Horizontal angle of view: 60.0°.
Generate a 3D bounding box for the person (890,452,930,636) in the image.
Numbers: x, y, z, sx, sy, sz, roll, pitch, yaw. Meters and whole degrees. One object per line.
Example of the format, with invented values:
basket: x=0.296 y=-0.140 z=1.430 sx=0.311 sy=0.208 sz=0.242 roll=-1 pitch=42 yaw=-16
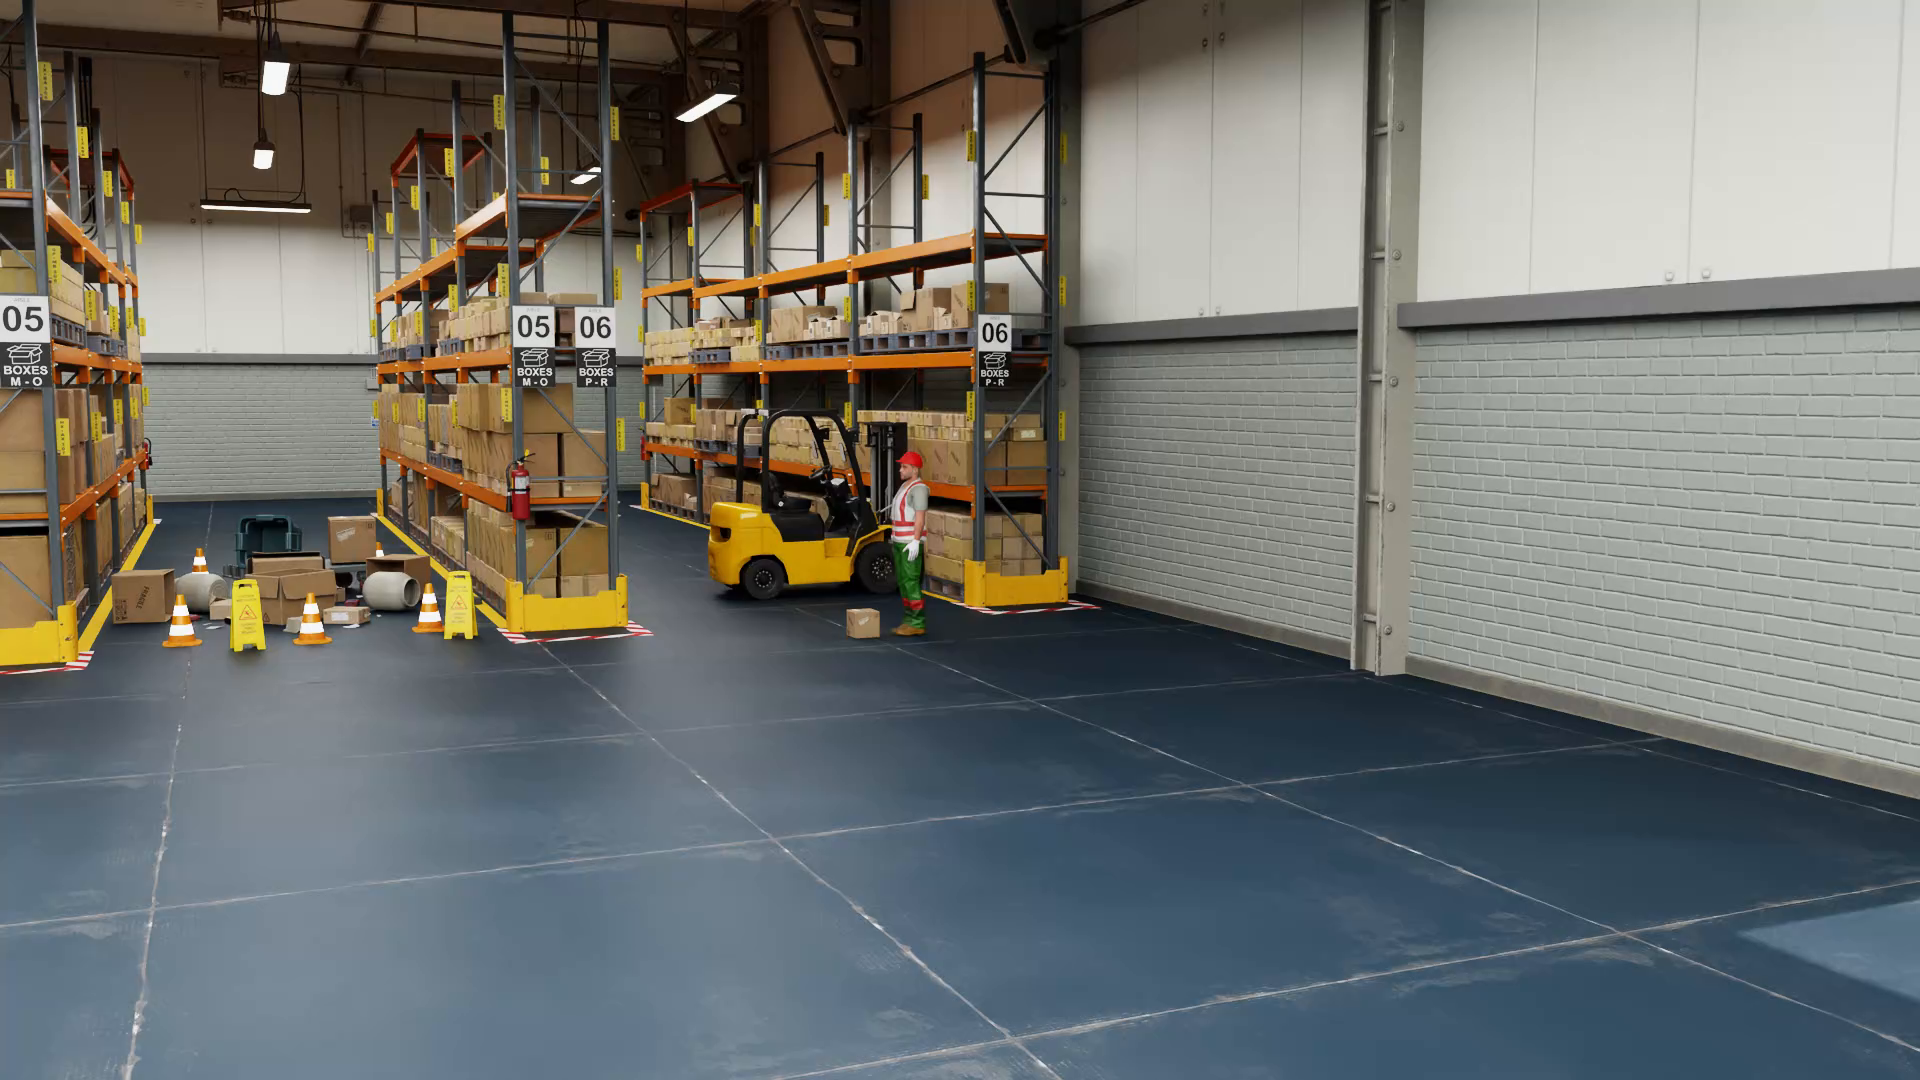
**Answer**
person: x=-0.499 y=0.040 z=16.250 sx=0.342 sy=1.803 sz=0.524 roll=-2 pitch=6 yaw=-22
